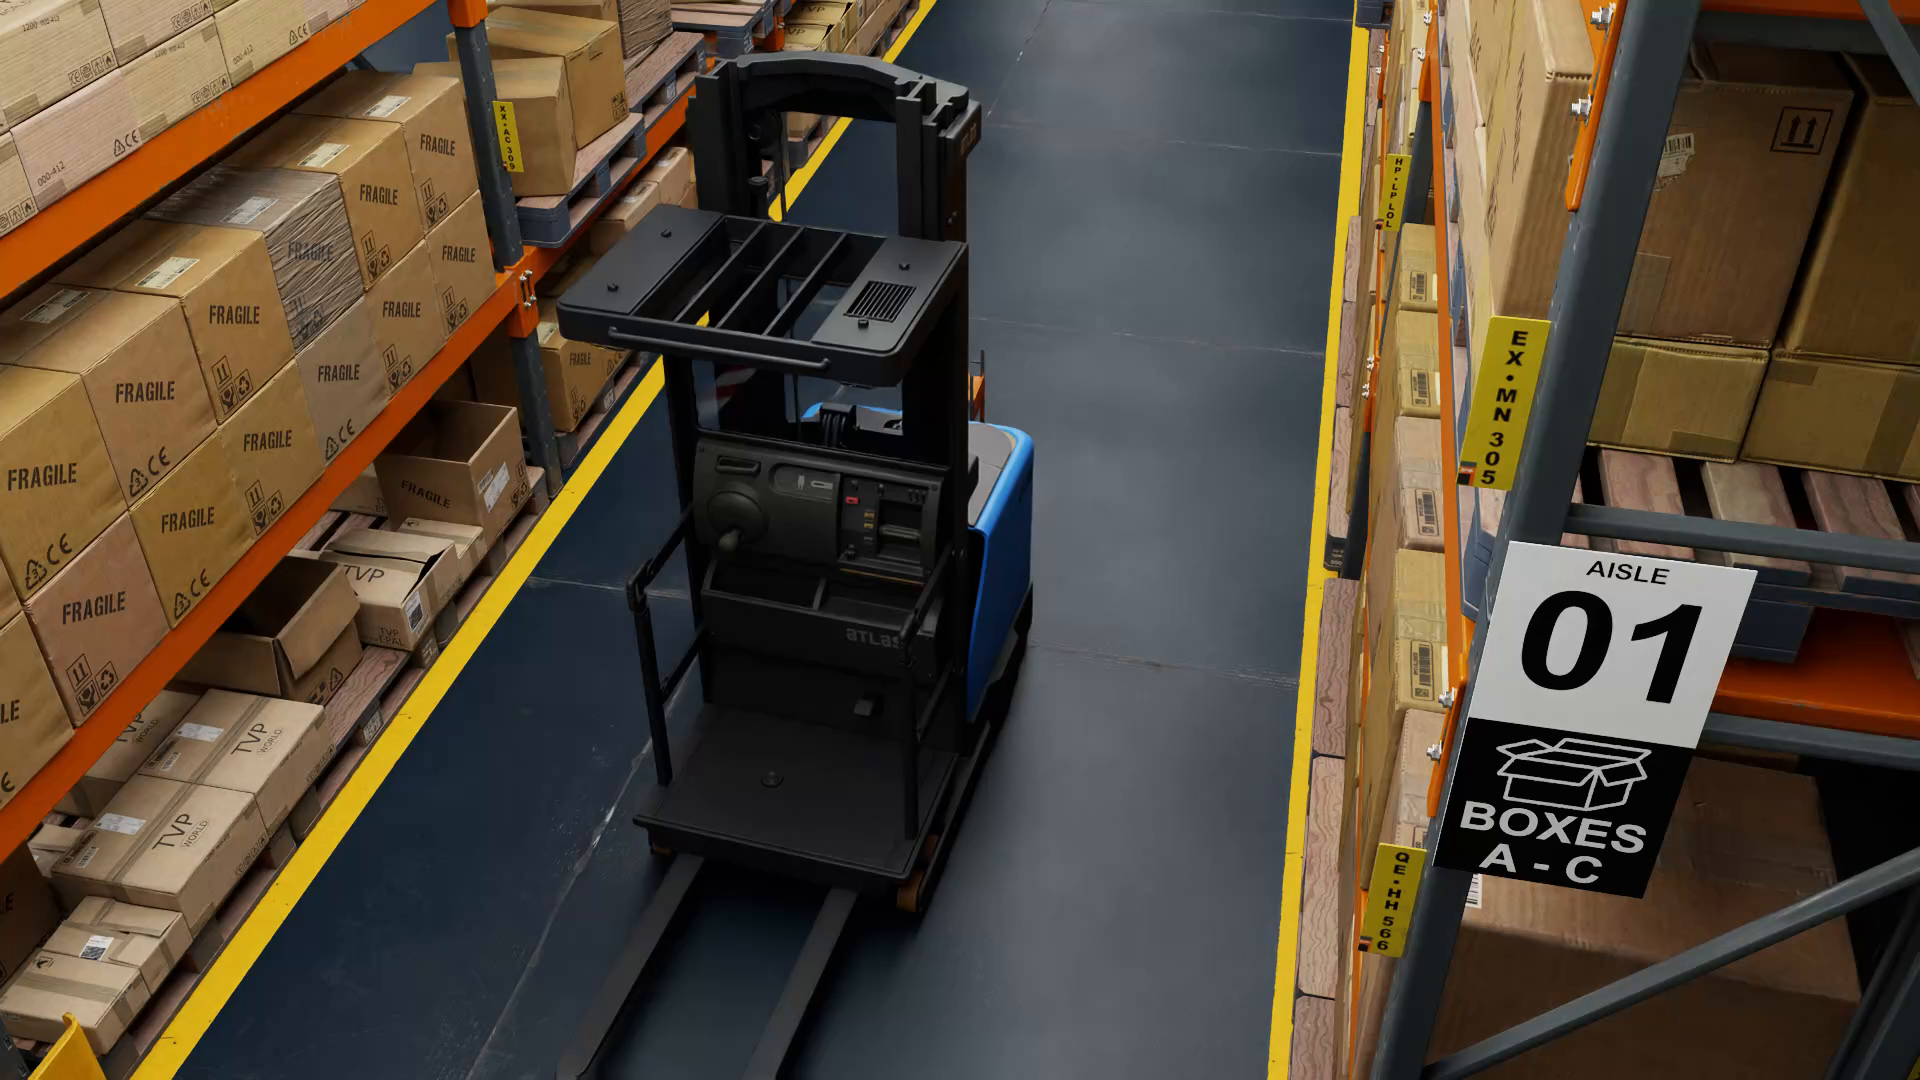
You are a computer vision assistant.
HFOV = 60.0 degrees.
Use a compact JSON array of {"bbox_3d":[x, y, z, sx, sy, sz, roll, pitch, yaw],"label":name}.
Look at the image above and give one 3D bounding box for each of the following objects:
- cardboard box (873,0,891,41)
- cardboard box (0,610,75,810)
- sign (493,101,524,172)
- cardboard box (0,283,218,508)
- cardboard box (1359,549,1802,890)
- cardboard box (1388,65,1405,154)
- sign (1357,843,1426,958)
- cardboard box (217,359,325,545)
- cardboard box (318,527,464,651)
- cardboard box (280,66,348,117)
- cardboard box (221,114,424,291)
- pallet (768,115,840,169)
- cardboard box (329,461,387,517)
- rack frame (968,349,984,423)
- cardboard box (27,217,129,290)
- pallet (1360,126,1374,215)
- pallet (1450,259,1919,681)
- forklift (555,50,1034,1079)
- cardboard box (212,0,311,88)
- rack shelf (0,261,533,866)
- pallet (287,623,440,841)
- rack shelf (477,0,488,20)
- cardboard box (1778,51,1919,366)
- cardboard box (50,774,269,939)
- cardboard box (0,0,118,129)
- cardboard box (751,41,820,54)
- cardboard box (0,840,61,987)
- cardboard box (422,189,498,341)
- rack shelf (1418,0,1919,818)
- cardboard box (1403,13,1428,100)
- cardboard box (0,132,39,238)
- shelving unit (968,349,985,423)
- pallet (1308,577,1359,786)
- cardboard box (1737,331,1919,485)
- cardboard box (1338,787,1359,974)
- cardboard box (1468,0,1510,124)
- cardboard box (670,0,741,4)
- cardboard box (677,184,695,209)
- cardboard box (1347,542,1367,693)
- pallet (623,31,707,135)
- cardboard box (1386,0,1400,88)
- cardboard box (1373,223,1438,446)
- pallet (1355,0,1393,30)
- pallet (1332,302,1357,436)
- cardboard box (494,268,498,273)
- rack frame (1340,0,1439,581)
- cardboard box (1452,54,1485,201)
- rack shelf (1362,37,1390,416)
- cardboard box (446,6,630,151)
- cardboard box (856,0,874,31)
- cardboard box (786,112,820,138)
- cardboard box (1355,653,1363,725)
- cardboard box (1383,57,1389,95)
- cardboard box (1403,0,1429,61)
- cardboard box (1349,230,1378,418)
[{"bbox_3d":[-0.873,-4.303,13.616,0.500,0.250,0.500,8,37,11],"label":"cardboard box"},{"bbox_3d":[-3.059,0.514,4.899,0.500,0.500,0.500,8,37,11],"label":"cardboard box"},{"bbox_3d":[-2.026,-1.804,7.445,0.100,0.325,0.005,7,37,10],"label":"sign"},{"bbox_3d":[-2.843,-0.477,5.415,0.500,0.500,0.500,8,37,11],"label":"cardboard box"},{"bbox_3d":[1.672,0.561,4.664,0.980,0.700,0.700,7,37,10],"label":"cardboard box"},{"bbox_3d":[2.350,-1.944,8.021,0.500,0.500,0.500,7,37,10],"label":"cardboard box"},{"bbox_3d":[0.901,0.754,3.465,0.100,0.325,0.005,7,37,10],"label":"sign"},{"bbox_3d":[-2.736,-0.356,6.100,0.500,0.500,0.500,8,37,11],"label":"cardboard box"},{"bbox_3d":[-2.562,0.186,7.354,0.500,0.311,0.500,7,37,10],"label":"cardboard box"},{"bbox_3d":[-2.933,-1.727,7.140,0.500,0.500,0.500,8,37,11],"label":"cardboard box"},{"bbox_3d":[-2.519,-1.346,6.614,0.500,0.500,0.500,7,36,9],"label":"cardboard box"},{"bbox_3d":[-1.489,-3.148,12.414,1.003,0.211,1.213,7,37,10],"label":"pallet"},{"bbox_3d":[-2.858,-0.393,8.152,0.500,0.311,0.500,7,37,10],"label":"cardboard box"},{"bbox_3d":[0.015,-0.464,7.996,0.200,1.050,0.008,7,37,10],"label":"rack frame"},{"bbox_3d":[-3.262,-0.841,5.917,0.500,0.500,0.500,8,37,11],"label":"cardboard box"},{"bbox_3d":[3.305,-2.510,11.534,1.003,0.211,1.213,7,37,10],"label":"pallet"},{"bbox_3d":[1.577,-0.210,3.504,1.003,0.211,1.213,7,37,10],"label":"pallet"},{"bbox_3d":[-0.577,-0.038,5.805,1.130,2.935,3.031,10,37,13],"label":"forklift"},{"bbox_3d":[-2.617,-1.786,5.730,0.500,0.250,0.500,7,37,10],"label":"cardboard box"},{"bbox_3d":[-2.985,-0.079,6.416,1.077,0.370,4.000,7,37,10],"label":"rack shelf"},{"bbox_3d":[-2.963,0.707,7.094,1.003,0.211,1.213,7,37,10],"label":"pallet"},{"bbox_3d":[-2.130,-3.587,8.700,1.077,0.370,4.000,7,37,10],"label":"rack shelf"},{"bbox_3d":[1.820,-0.661,3.096,0.500,0.500,0.500,6,36,8],"label":"cardboard box"},{"bbox_3d":[-2.912,1.149,6.077,0.500,0.250,0.500,7,37,10],"label":"cardboard box"},{"bbox_3d":[-2.834,-1.415,4.792,0.500,0.250,0.500,7,37,10],"label":"cardboard box"},{"bbox_3d":[-1.304,-3.357,11.834,0.500,0.311,0.500,9,37,12],"label":"cardboard box"},{"bbox_3d":[-3.536,1.268,5.700,0.500,0.500,0.500,7,37,10],"label":"cardboard box"},{"bbox_3d":[-2.413,-1.239,7.318,0.500,0.500,0.500,8,37,11],"label":"cardboard box"},{"bbox_3d":[1.856,-0.675,4.682,1.077,0.370,4.000,7,37,10],"label":"rack shelf"},{"bbox_3d":[2.360,-2.255,7.811,0.500,0.250,0.500,8,37,11],"label":"cardboard box"},{"bbox_3d":[-2.934,-0.925,4.542,0.500,0.250,0.500,7,37,10],"label":"cardboard box"},{"bbox_3d":[-0.011,-0.394,7.900,0.215,1.050,0.252,7,37,10],"label":"shelving unit"},{"bbox_3d":[2.044,0.657,7.164,1.003,0.211,1.213,7,37,10],"label":"pallet"},{"bbox_3d":[1.824,-0.357,3.315,0.500,0.250,0.500,9,37,12],"label":"cardboard box"},{"bbox_3d":[1.694,1.248,5.744,0.700,0.500,0.500,6,36,8],"label":"cardboard box"},{"bbox_3d":[1.539,-1.313,3.995,0.500,0.500,0.500,6,36,8],"label":"cardboard box"},{"bbox_3d":[-1.727,-3.646,10.281,0.700,0.500,0.500,-4,36,-6],"label":"cardboard box"},{"bbox_3d":[-1.890,-1.812,9.950,0.500,0.500,0.500,6,36,8],"label":"cardboard box"},{"bbox_3d":[2.023,0.360,6.970,0.700,0.500,0.500,8,37,11],"label":"cardboard box"},{"bbox_3d":[-2.114,-2.617,9.468,1.003,0.211,1.213,7,37,10],"label":"pallet"},{"bbox_3d":[2.662,-2.815,9.222,0.500,0.500,0.500,8,37,12],"label":"cardboard box"},{"bbox_3d":[2.151,-0.711,6.419,0.980,0.700,0.700,8,37,11],"label":"cardboard box"},{"bbox_3d":[3.185,-3.536,10.736,1.213,0.211,1.003,7,37,10],"label":"pallet"},{"bbox_3d":[2.632,-0.923,9.343,1.003,0.211,1.213,7,37,10],"label":"pallet"},{"bbox_3d":[-2.618,-1.284,9.221,0.500,0.500,0.500,7,37,10],"label":"cardboard box"},{"bbox_3d":[2.283,-0.898,6.933,1.000,3.000,0.127,7,37,10],"label":"rack frame"},{"bbox_3d":[1.542,-1.020,4.230,0.500,0.250,0.500,6,36,9],"label":"cardboard box"},{"bbox_3d":[2.710,-1.754,8.726,1.077,0.370,4.000,7,37,10],"label":"rack shelf"},{"bbox_3d":[-2.153,-2.373,8.525,0.700,0.500,0.500,13,38,17],"label":"cardboard box"},{"bbox_3d":[-0.980,-4.247,13.060,0.500,0.311,0.500,7,36,9],"label":"cardboard box"},{"bbox_3d":[-1.304,-3.130,11.998,0.500,0.250,0.500,7,37,10],"label":"cardboard box"},{"bbox_3d":[1.660,0.570,6.127,0.380,0.149,0.250,6,36,9],"label":"cardboard box"},{"bbox_3d":[2.639,-2.653,9.551,0.380,0.149,0.250,8,37,11],"label":"cardboard box"},{"bbox_3d":[2.468,-2.547,8.214,0.500,0.250,0.500,7,36,9],"label":"cardboard box"},{"bbox_3d":[2.482,-1.097,8.681,0.750,0.750,0.750,8,37,11],"label":"cardboard box"}]
